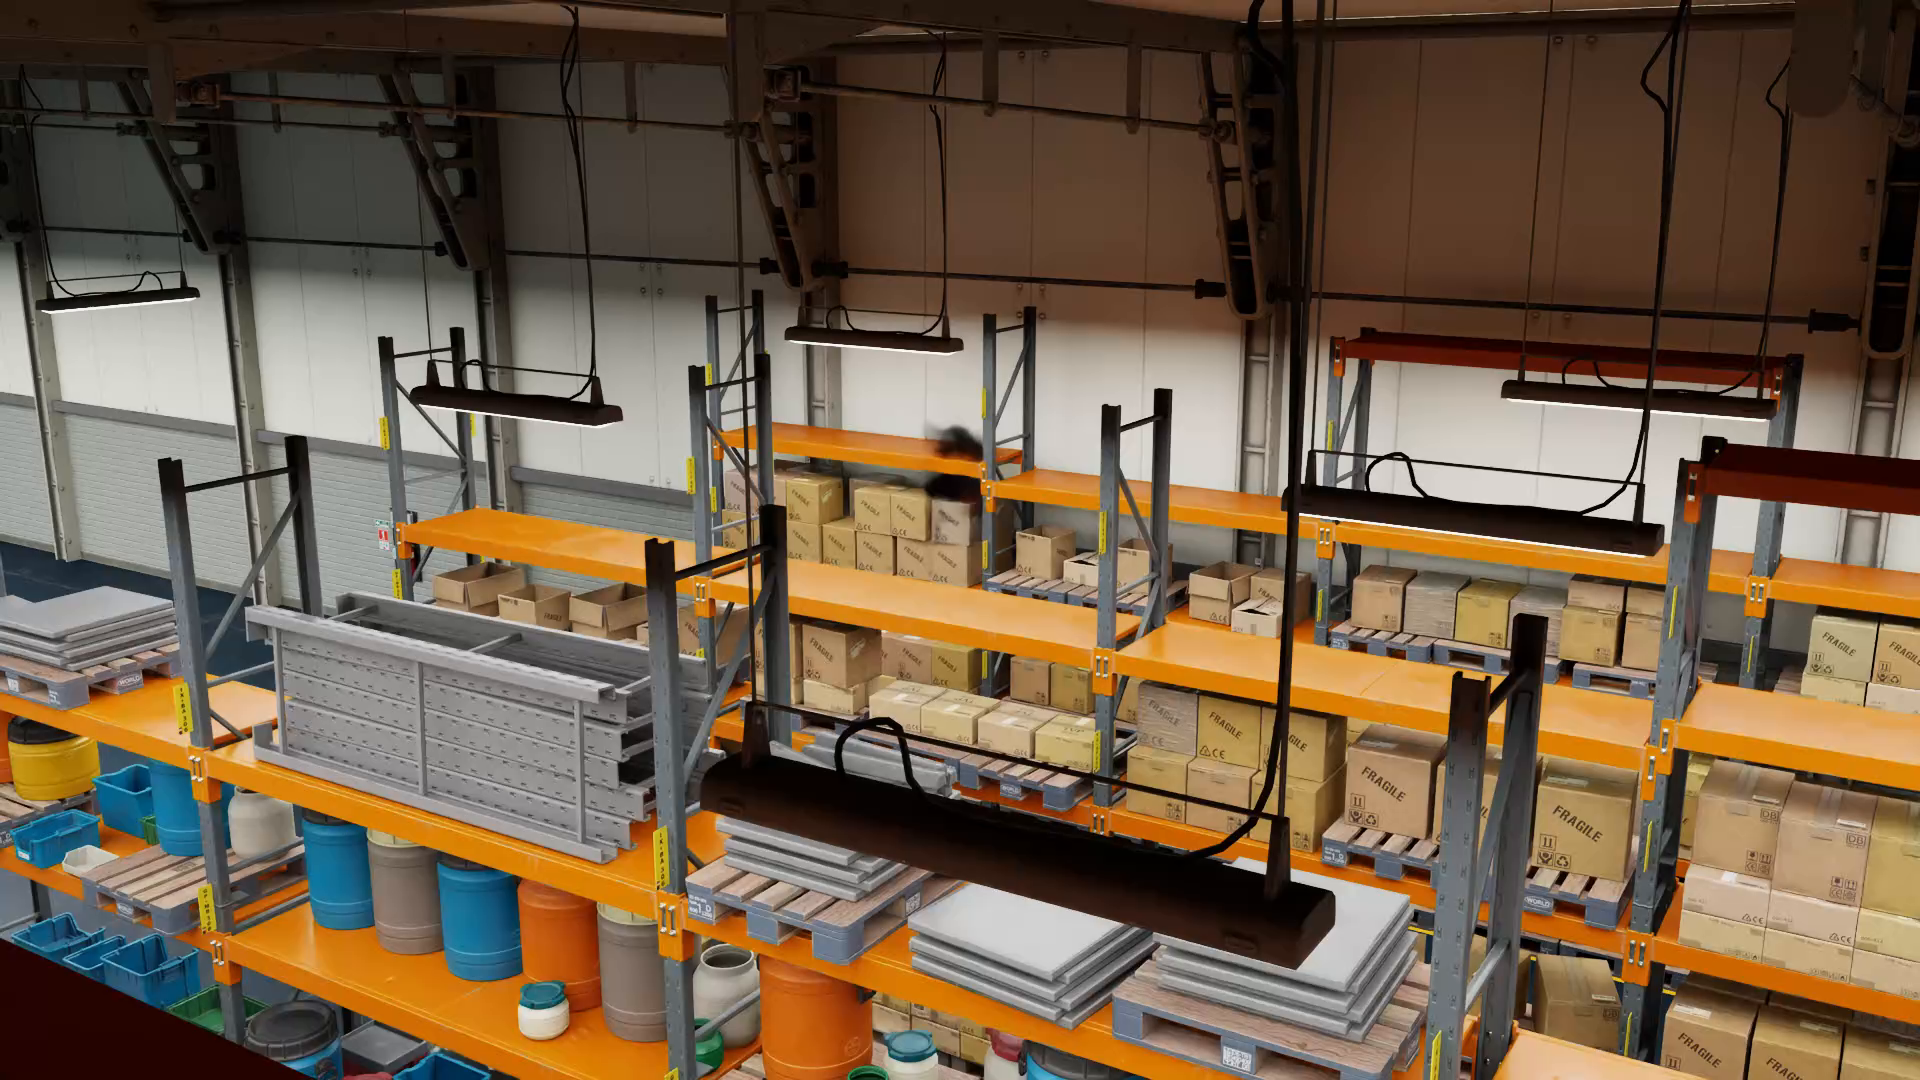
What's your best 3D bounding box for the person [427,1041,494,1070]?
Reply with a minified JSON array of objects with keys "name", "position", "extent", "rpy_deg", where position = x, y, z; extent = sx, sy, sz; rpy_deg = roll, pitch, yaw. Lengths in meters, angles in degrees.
[{"name":"person","position":[-4.312,3.837,14.332],"extent":[1.012,1.671,0.567],"rpy_deg":[5,15,20]}]
